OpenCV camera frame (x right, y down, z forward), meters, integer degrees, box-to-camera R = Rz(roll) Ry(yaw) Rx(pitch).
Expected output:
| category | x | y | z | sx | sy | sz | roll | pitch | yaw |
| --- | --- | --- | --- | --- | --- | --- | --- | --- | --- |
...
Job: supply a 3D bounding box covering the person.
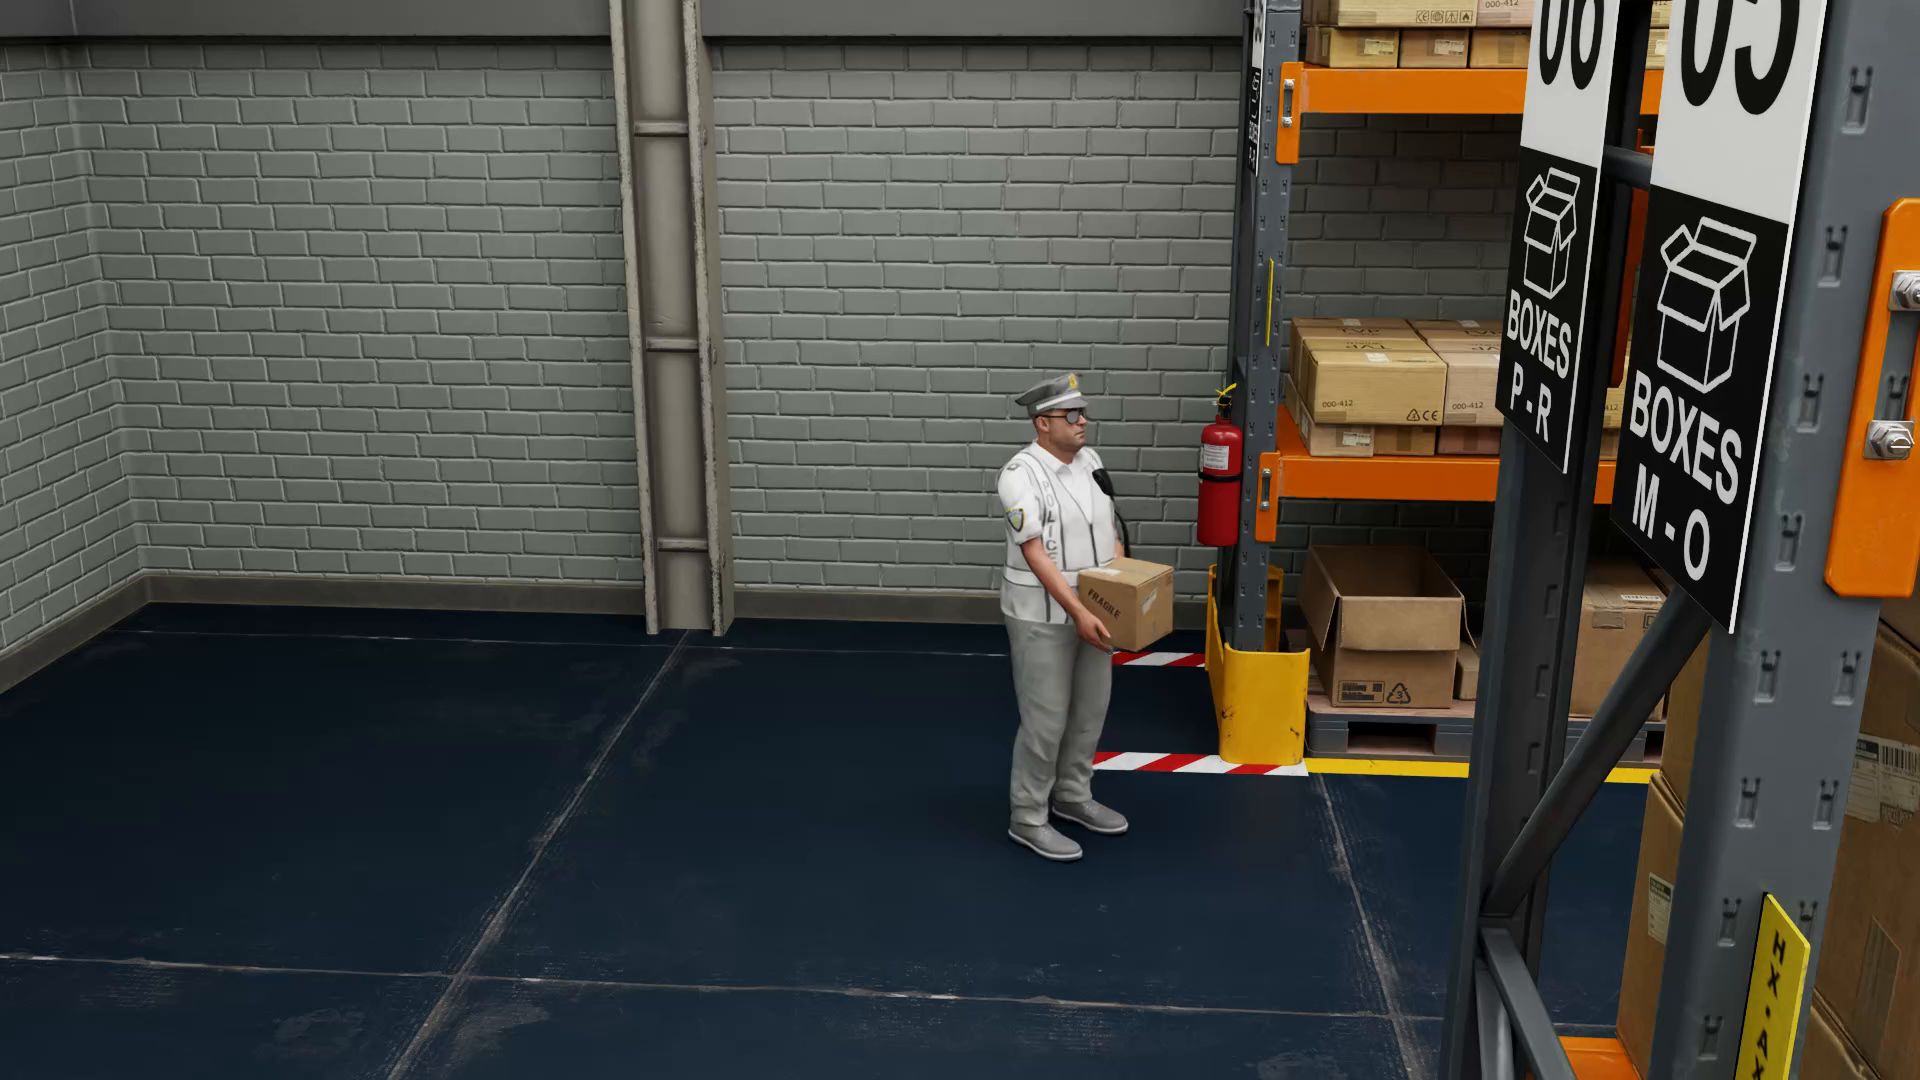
| category | x | y | z | sx | sy | sz | roll | pitch | yaw |
| --- | --- | --- | --- | --- | --- | --- | --- | --- | --- |
| person | 0.435 | 0.275 | 6.111 | 0.555 | 1.776 | 0.503 | 17 | 24 | 42 |
